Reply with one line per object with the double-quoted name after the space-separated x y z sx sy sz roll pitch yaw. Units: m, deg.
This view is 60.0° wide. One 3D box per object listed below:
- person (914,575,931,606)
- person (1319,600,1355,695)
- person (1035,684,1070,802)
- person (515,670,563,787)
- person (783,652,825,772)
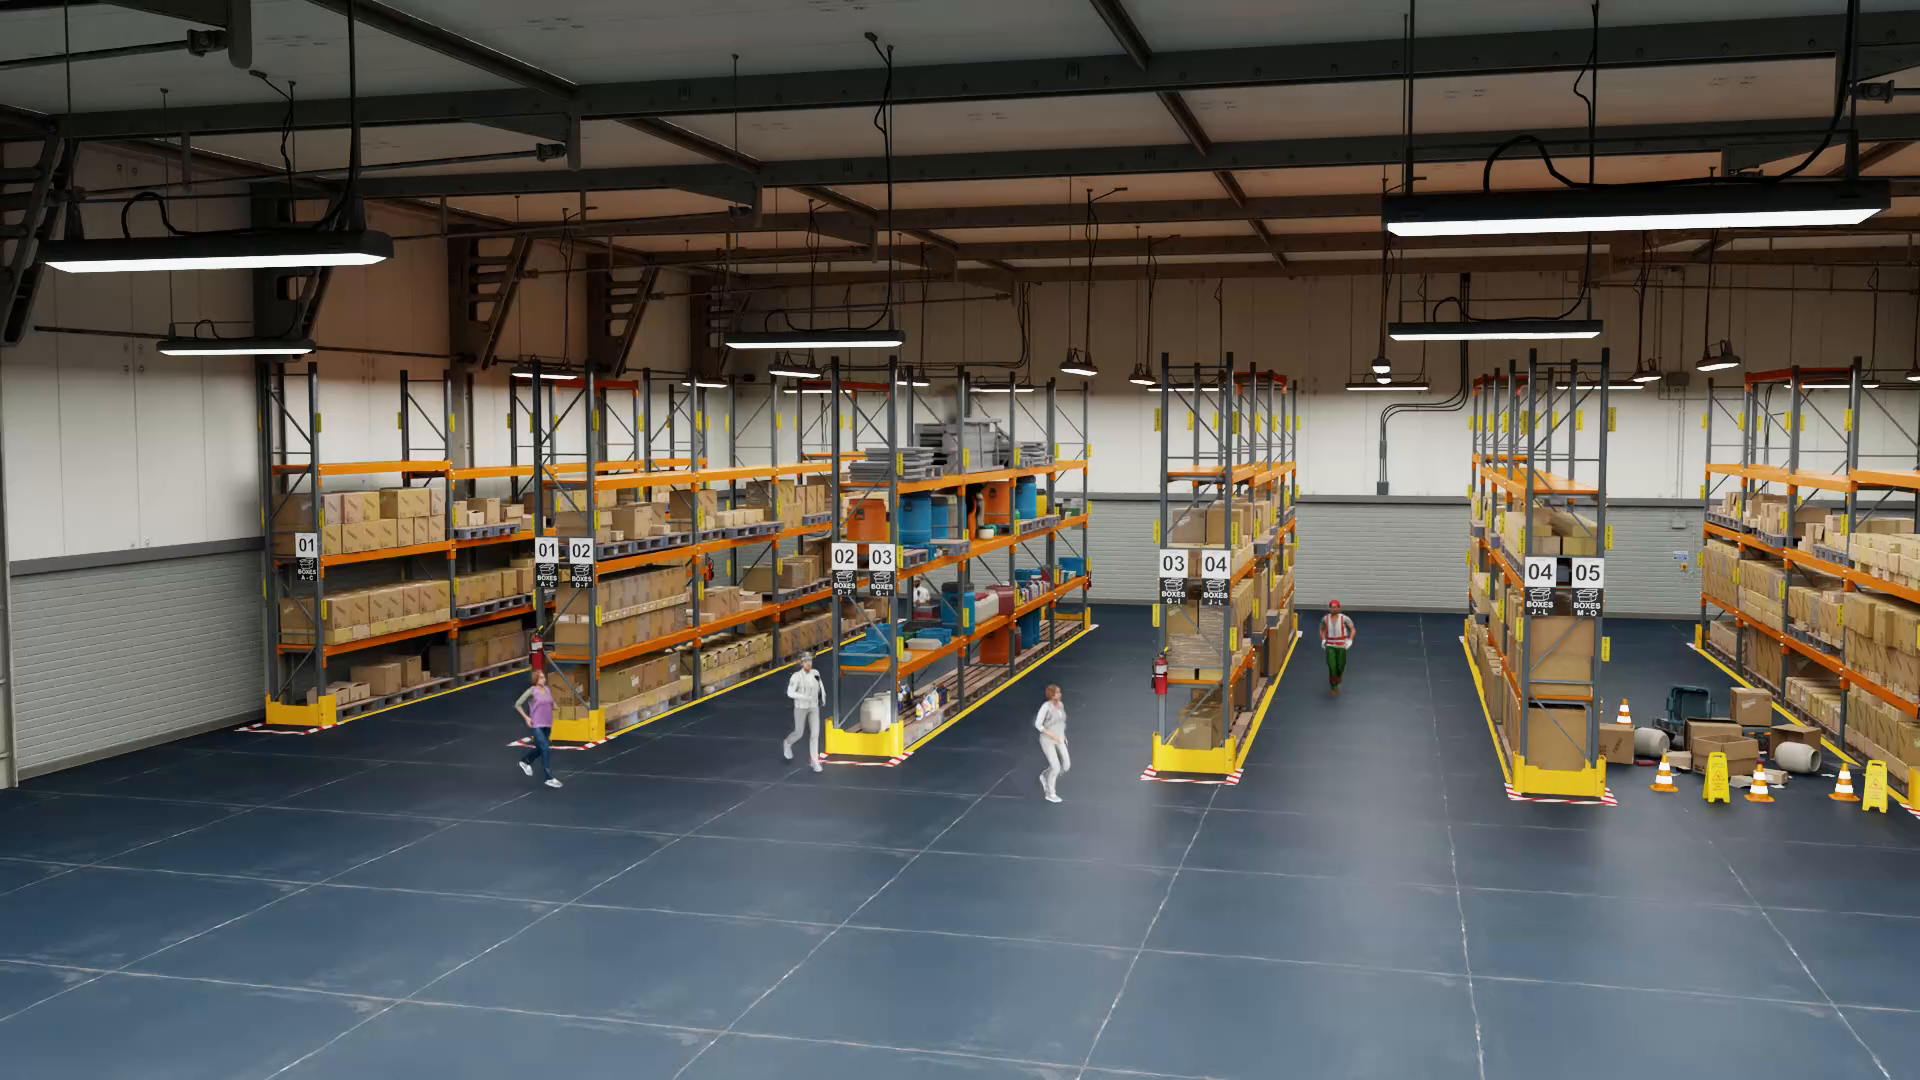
-0.827 1.539 34.119 0.556 1.704 0.806 2 4 22 "person"
6.957 1.973 30.775 0.634 1.763 0.677 2 4 20 "person"
1.208 2.679 21.975 0.557 1.565 0.541 -4 6 -44 "person"
-5.806 2.576 22.936 0.891 1.581 0.540 2 5 32 "person"
-2.256 2.455 24.170 0.597 1.709 0.936 -2 5 -27 "person"
